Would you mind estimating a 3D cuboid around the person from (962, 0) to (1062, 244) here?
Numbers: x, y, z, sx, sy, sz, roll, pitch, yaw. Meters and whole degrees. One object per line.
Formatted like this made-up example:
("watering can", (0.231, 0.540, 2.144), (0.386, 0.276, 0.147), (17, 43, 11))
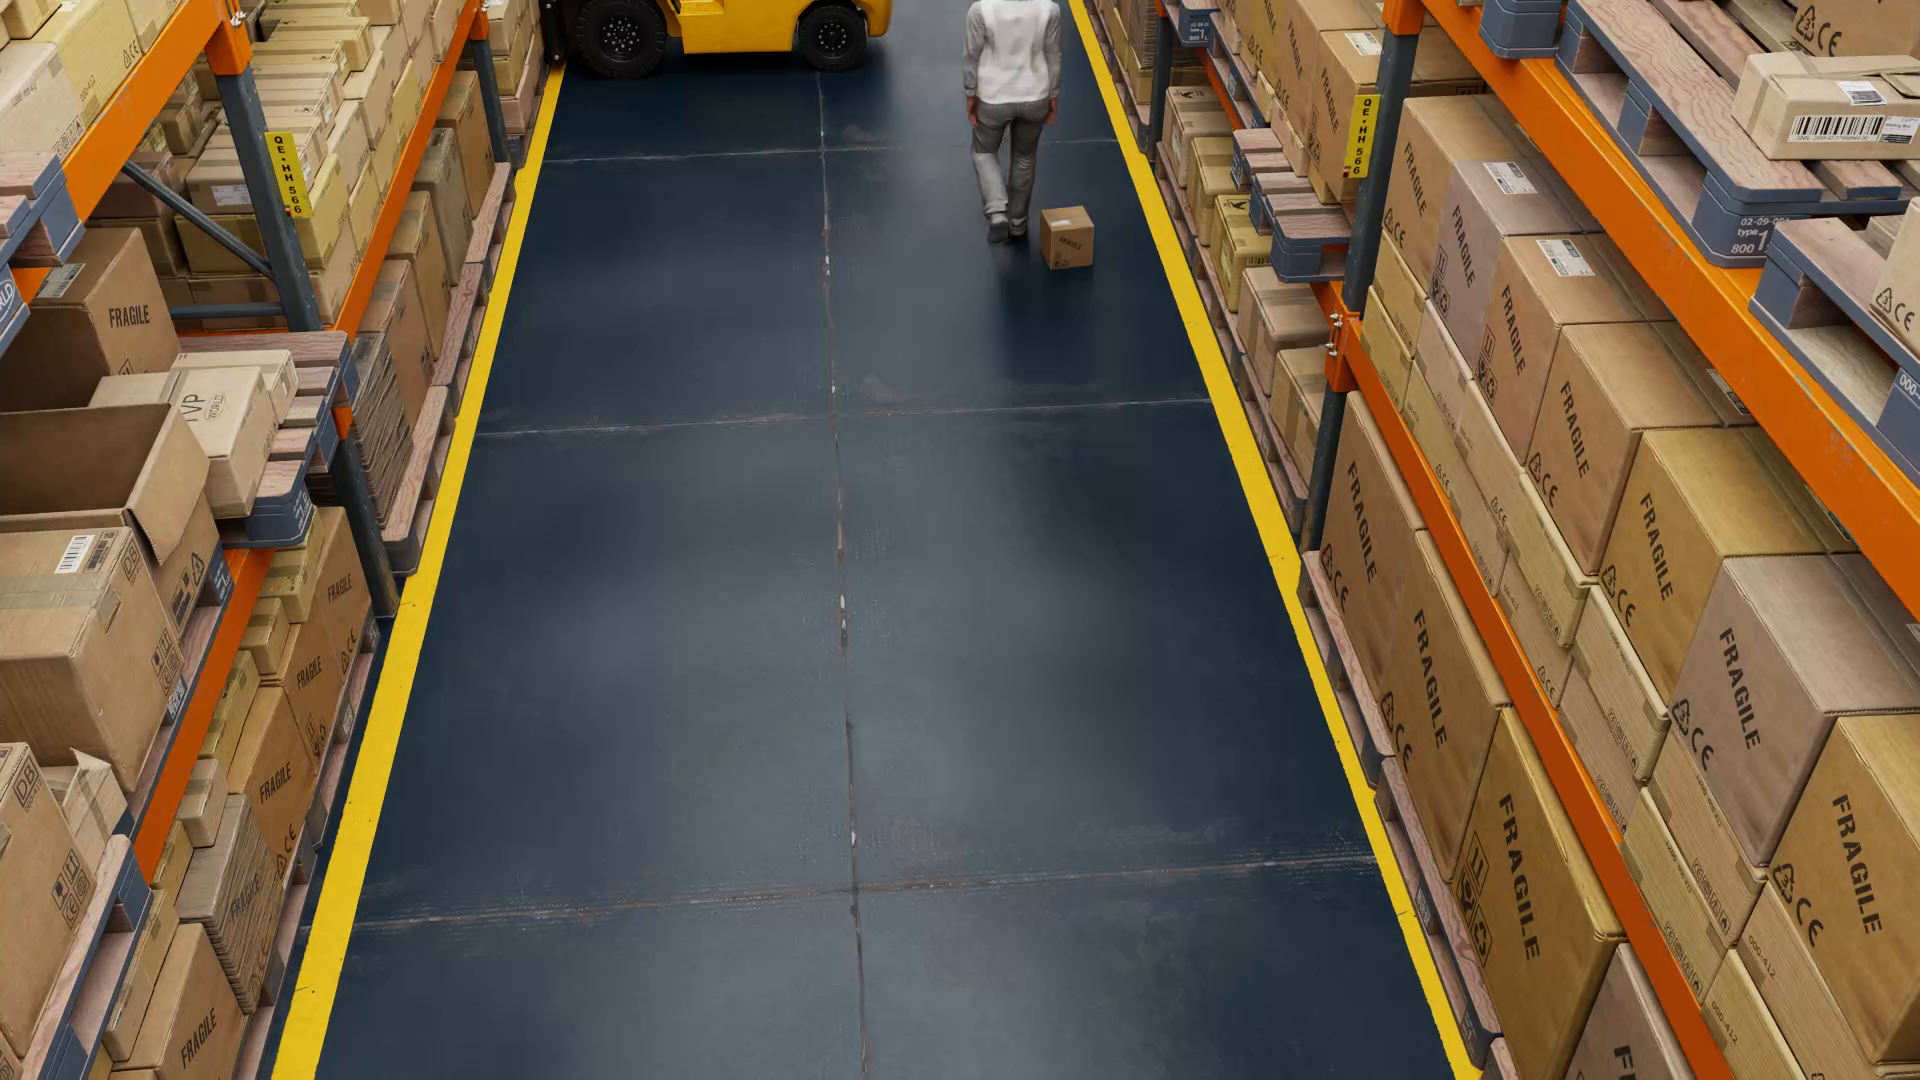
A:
("person", (0.281, -2.440, 9.132), (0.541, 1.759, 0.625), (-3, 39, -4))
